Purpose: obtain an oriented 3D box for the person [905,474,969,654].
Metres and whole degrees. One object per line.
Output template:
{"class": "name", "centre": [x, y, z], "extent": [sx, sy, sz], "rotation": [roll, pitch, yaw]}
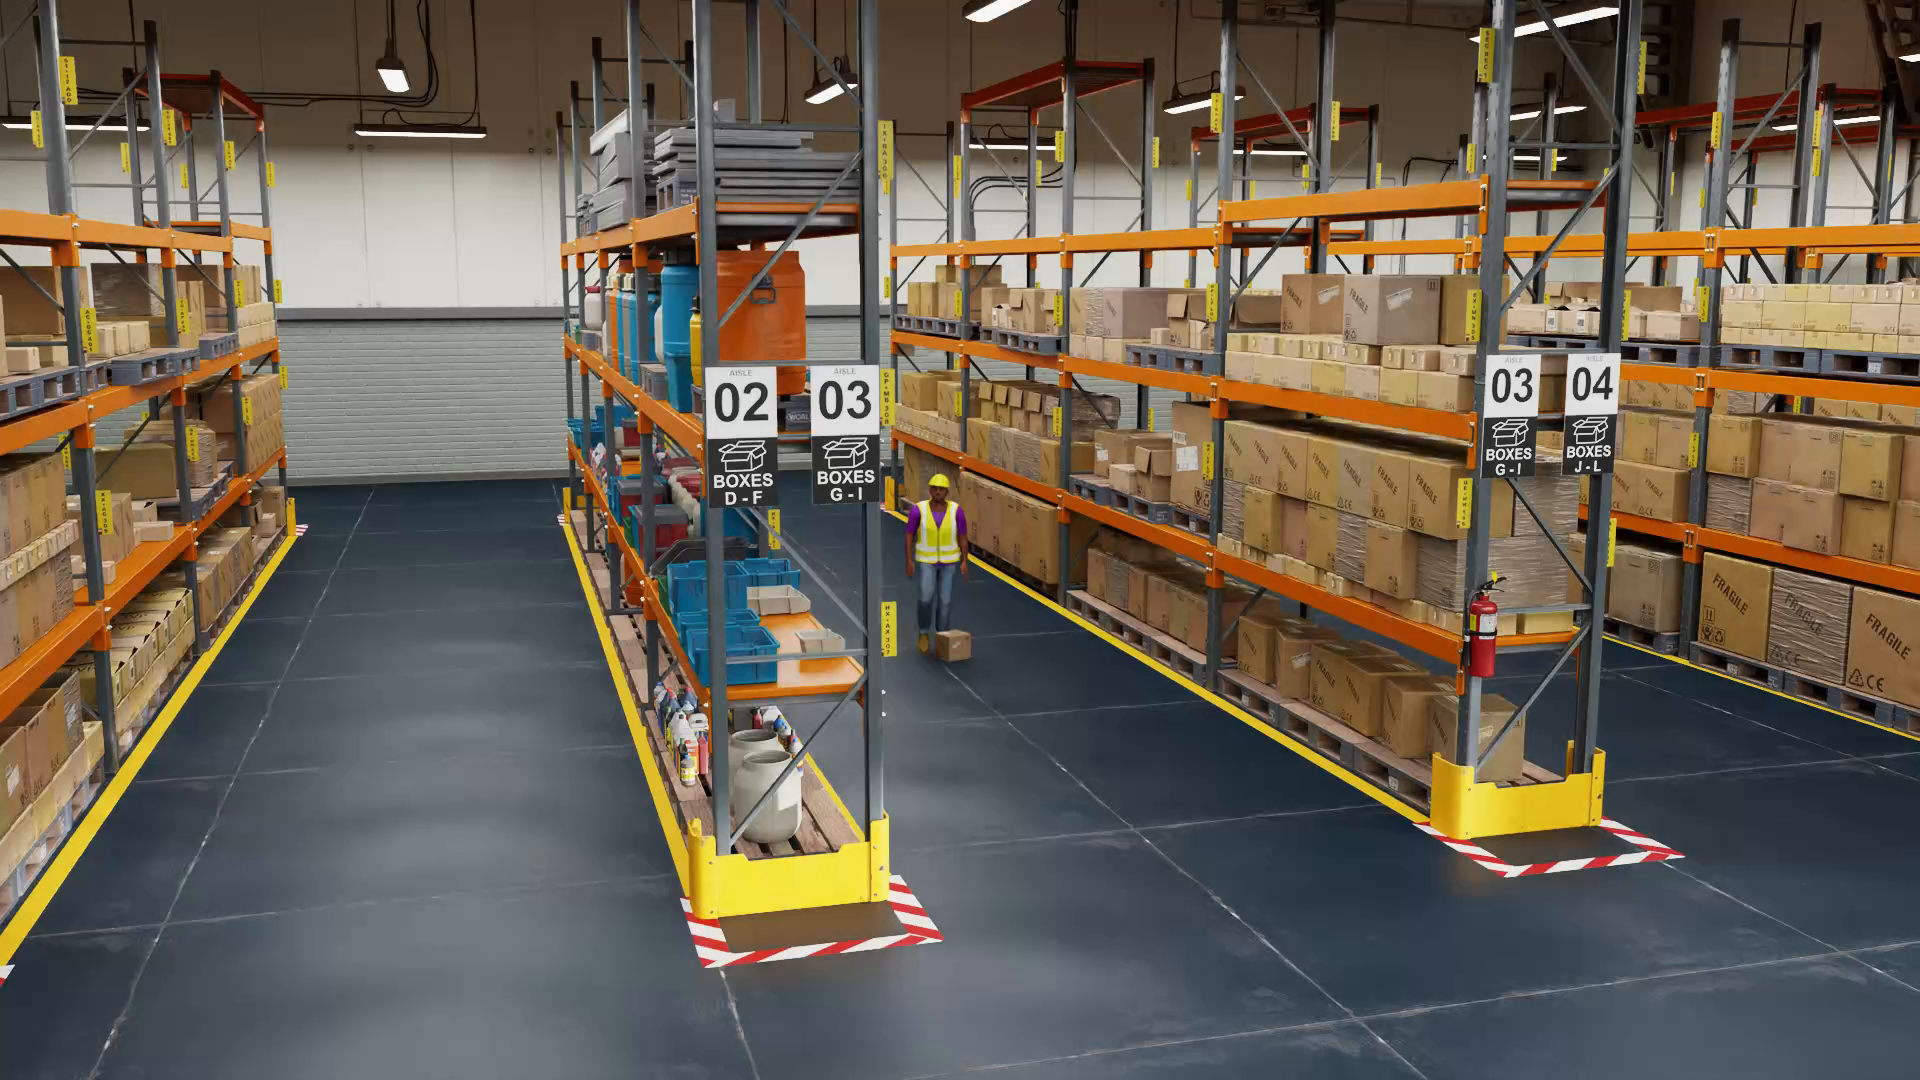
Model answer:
{"class": "person", "centre": [-0.223, 0.236, 16.249], "extent": [0.606, 1.782, 0.495], "rotation": [-1, 9, -8]}
